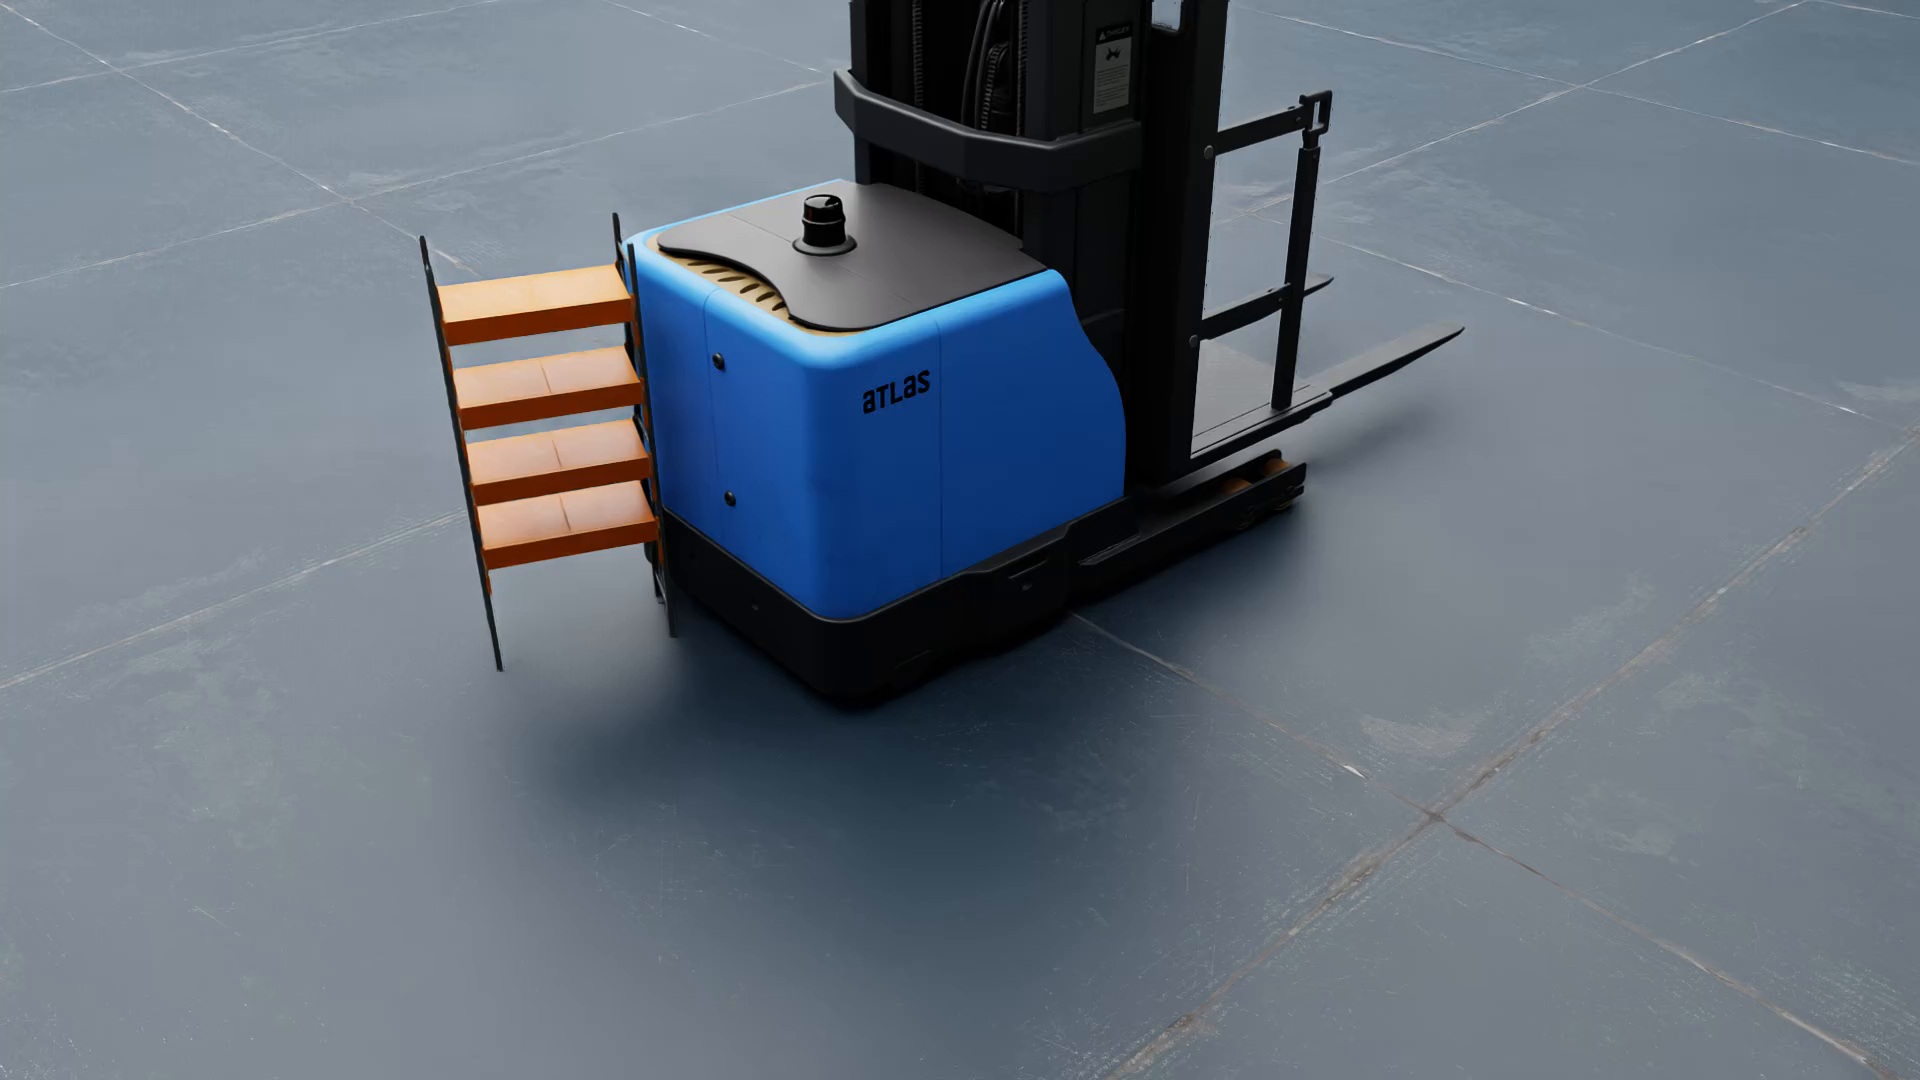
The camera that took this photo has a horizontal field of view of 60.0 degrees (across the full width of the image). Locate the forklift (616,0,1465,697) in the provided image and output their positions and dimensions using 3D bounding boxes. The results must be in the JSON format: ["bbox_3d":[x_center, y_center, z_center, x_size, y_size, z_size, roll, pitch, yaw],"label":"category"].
[{"bbox_3d":[0.491,-1.469,4.842,3.031,2.935,1.130,-24,39,-34],"label":"forklift"}]

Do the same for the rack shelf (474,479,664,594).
[{"bbox_3d":[-1.094,-0.018,4.639,0.480,0.148,0.258,-11,33,-17],"label":"rack shelf"}]

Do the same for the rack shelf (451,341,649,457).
[{"bbox_3d":[-1.094,-0.378,4.419,0.480,0.148,0.258,-11,33,-17],"label":"rack shelf"}]

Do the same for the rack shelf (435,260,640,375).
[{"bbox_3d":[-1.094,-0.580,4.295,0.480,0.148,0.258,-11,33,-17],"label":"rack shelf"}]

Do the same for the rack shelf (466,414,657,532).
[{"bbox_3d":[-1.094,-0.187,4.535,0.480,0.148,0.258,-11,33,-17],"label":"rack shelf"}]

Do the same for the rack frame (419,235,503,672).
[{"bbox_3d":[-1.324,-0.202,4.430,0.015,1.200,0.240,-11,33,-17],"label":"rack frame"}]

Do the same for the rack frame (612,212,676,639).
[{"bbox_3d":[-0.865,-0.288,4.571,0.015,1.200,0.240,-11,33,-17],"label":"rack frame"}]

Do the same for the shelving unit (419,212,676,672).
[{"bbox_3d":[-1.094,-0.245,4.500,0.503,1.200,0.258,-11,33,-17],"label":"shelving unit"}]
